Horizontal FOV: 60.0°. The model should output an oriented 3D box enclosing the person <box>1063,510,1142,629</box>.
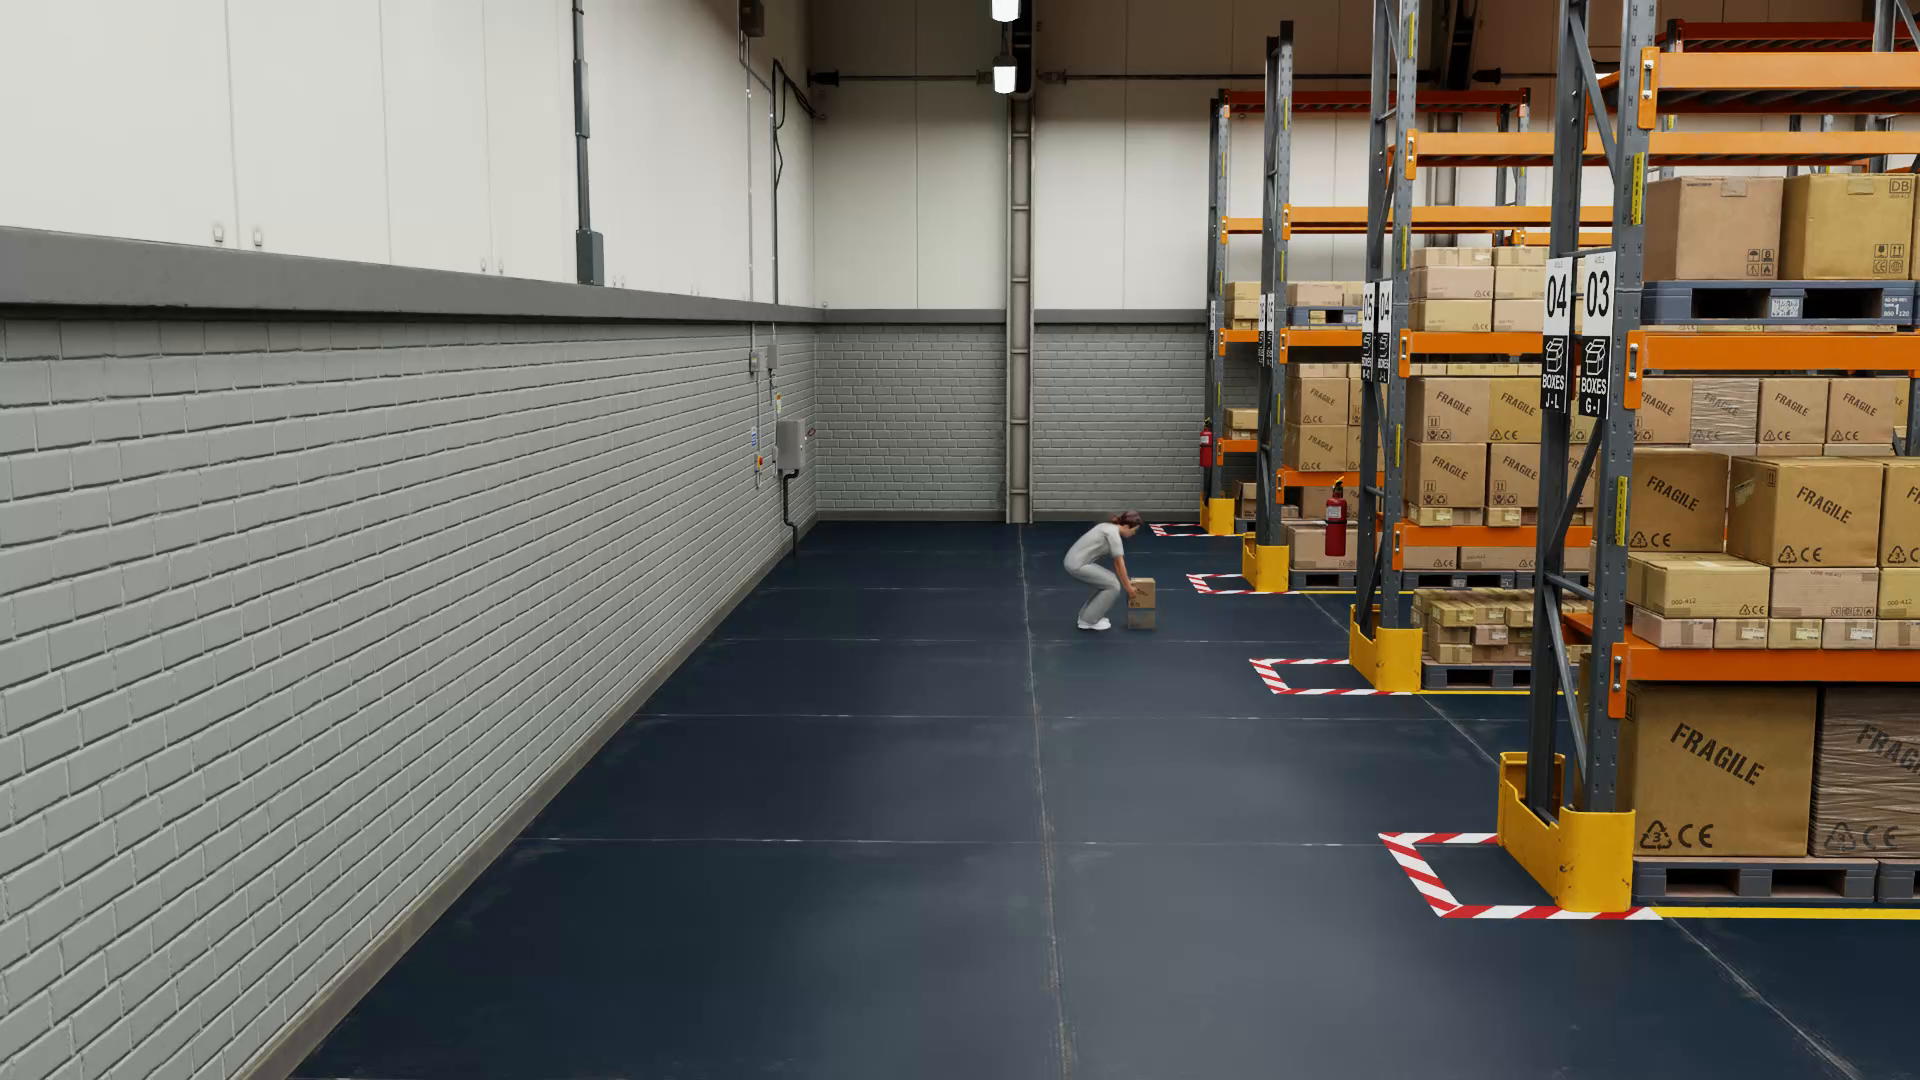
[{"bbox_3d":[1.356,0.273,15.865,0.747,1.116,0.496,0,7,1],"label":"person"}]
